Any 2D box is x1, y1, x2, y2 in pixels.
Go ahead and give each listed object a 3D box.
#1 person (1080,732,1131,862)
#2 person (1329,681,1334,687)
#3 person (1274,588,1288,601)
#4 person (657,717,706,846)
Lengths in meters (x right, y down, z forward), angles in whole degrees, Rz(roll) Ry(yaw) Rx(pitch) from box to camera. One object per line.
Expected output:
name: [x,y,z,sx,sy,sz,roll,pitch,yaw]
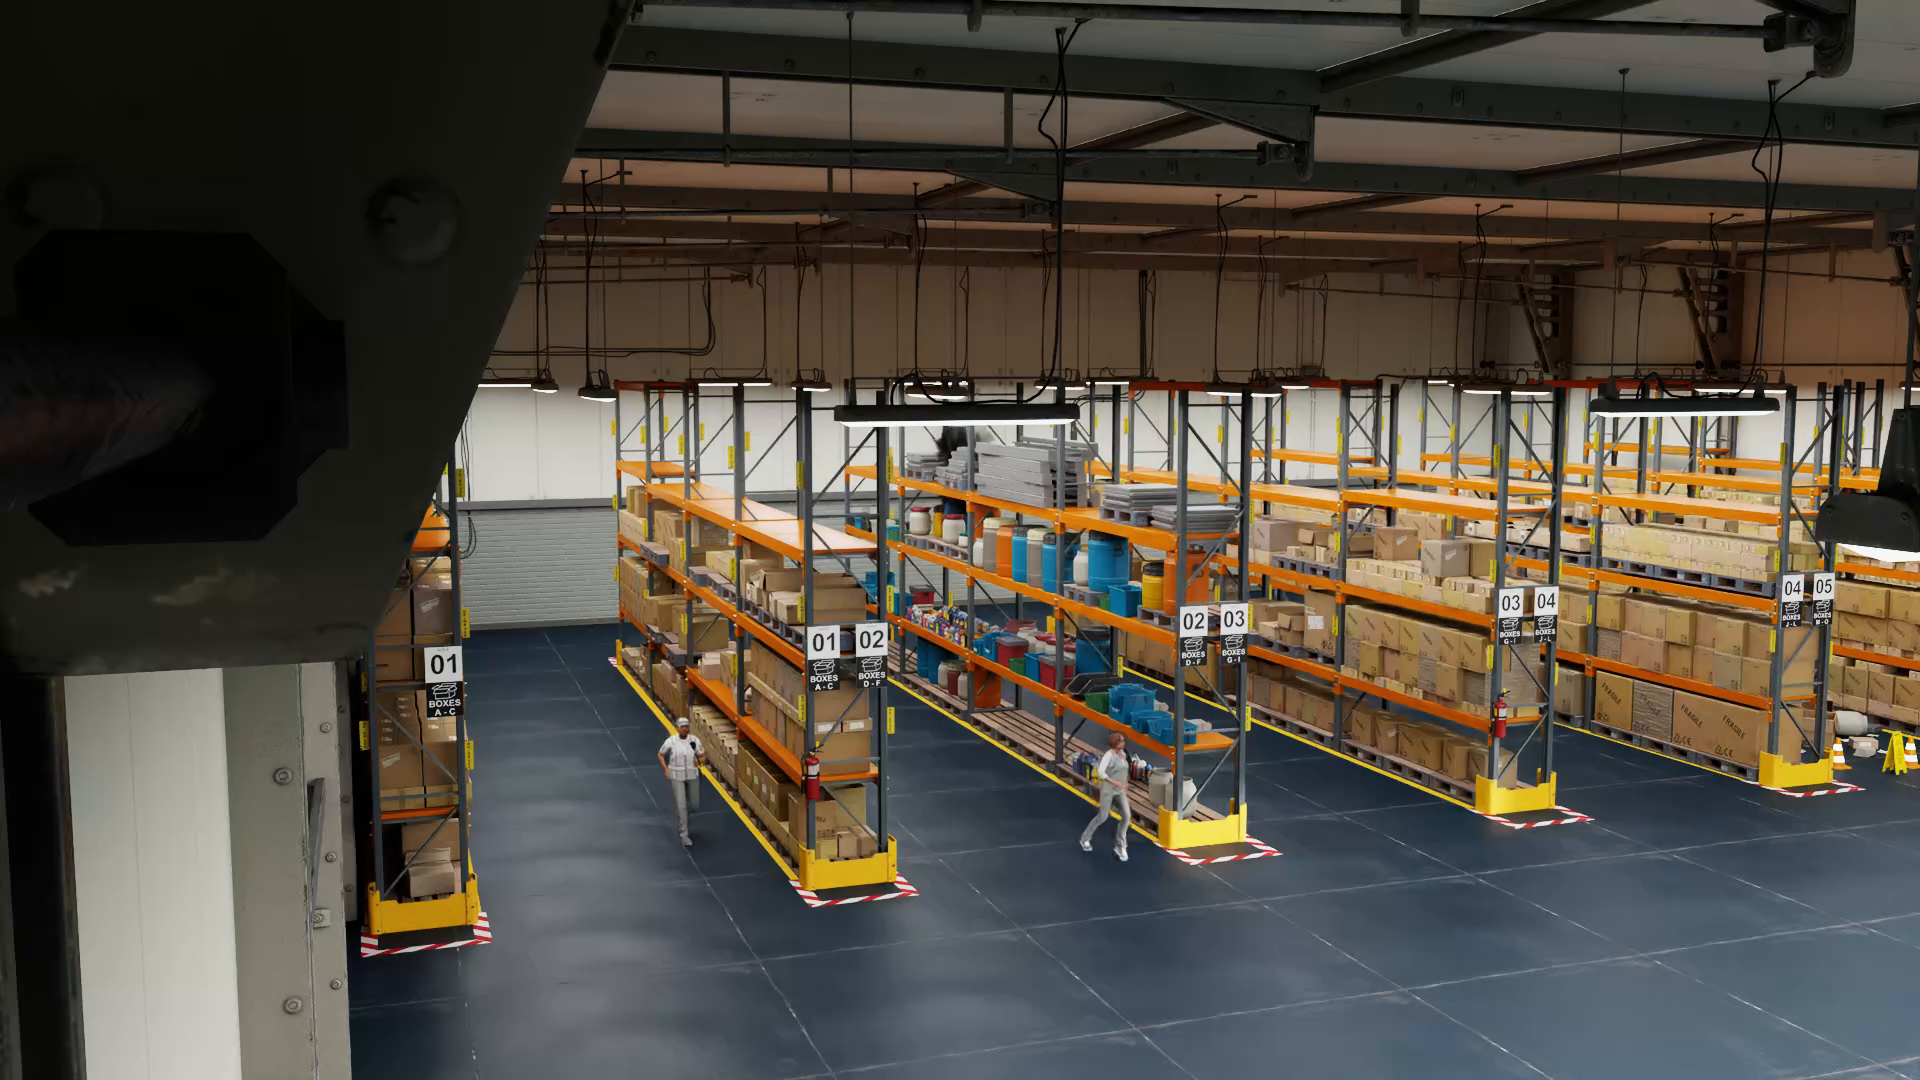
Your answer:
person: [1.975,3.331,21.487,0.613,1.508,0.721,-6,8,-43]
person: [7.082,2.197,31.329,0.592,1.651,0.539,-2,6,-17]
person: [8.003,1.050,41.526,0.834,1.818,0.719,-3,7,-29]
person: [-3.685,3.172,22.151,0.619,1.638,0.843,-2,7,-22]
